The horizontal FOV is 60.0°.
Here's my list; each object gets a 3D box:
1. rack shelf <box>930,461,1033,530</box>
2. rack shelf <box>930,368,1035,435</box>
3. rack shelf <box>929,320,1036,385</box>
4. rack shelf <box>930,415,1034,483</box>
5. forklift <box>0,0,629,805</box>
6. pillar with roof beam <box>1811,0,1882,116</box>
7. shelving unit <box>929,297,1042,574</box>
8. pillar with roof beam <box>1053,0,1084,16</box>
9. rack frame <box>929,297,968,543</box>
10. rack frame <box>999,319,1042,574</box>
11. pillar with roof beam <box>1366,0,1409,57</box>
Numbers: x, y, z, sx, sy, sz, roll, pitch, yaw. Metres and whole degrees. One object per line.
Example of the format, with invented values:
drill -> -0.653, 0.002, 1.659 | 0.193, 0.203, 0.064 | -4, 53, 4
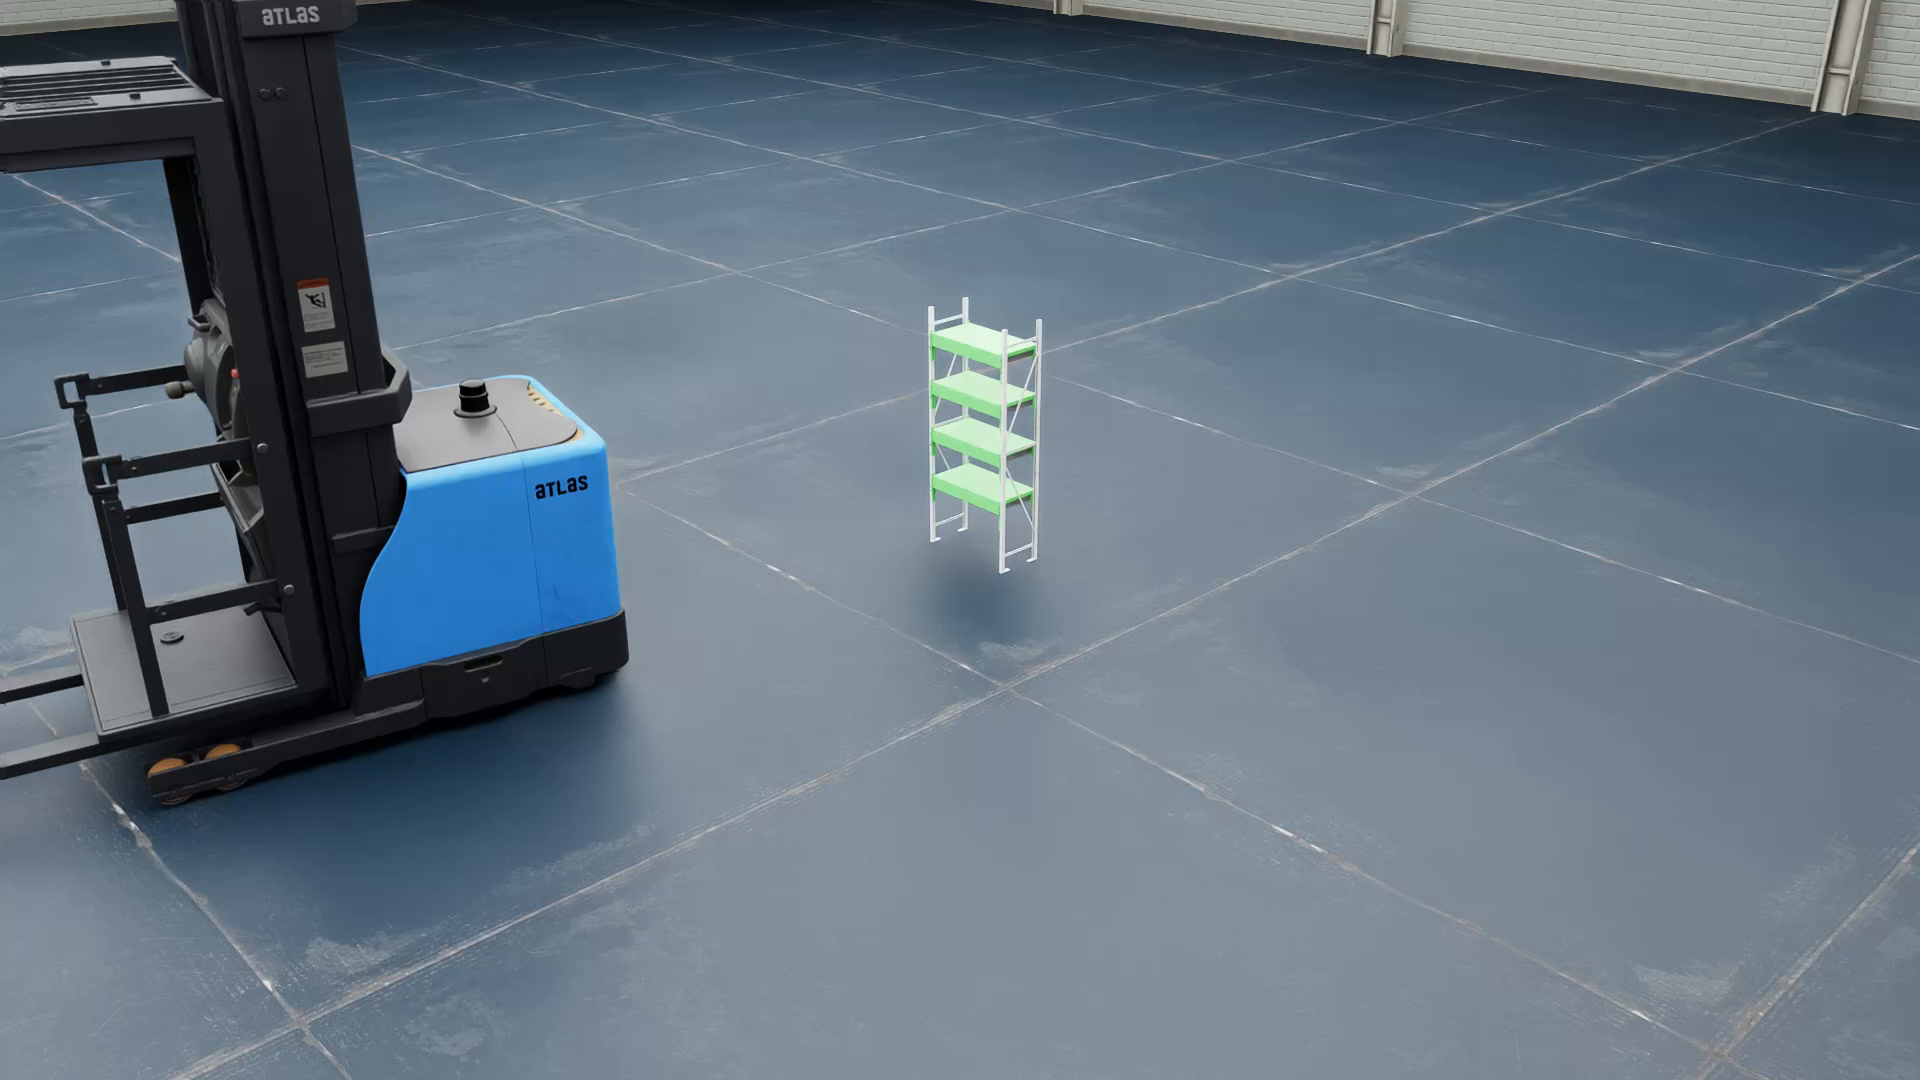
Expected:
rack shelf -> 0.113, -0.219, 8.017 | 0.258, 0.148, 0.480 | -21, 32, -38
rack shelf -> 0.113, -0.656, 7.818 | 0.258, 0.148, 0.480 | -21, 32, -38
rack shelf -> 0.113, -0.874, 7.718 | 0.258, 0.148, 0.480 | -21, 32, -38
rack shelf -> 0.113, -0.438, 7.918 | 0.258, 0.148, 0.480 | -21, 32, -38
forklift -> -2.916, -0.610, 6.056 | 3.031, 2.935, 1.130 | -14, 28, -28
pillar with roof beam -> 6.818, -7.757, 14.412 | 9.100, 9.000, 0.400 | -21, 32, -38
shelving unit -> 0.113, -0.496, 7.891 | 0.258, 1.200, 0.503 | -21, 32, -38
pillar with roof beam -> -1.384, -11.393, 22.381 | 9.100, 9.000, 0.400 | -21, 32, -38
rack frame -> -0.054, -0.570, 8.053 | 0.240, 1.200, 0.015 | -21, 32, -38
rack frame -> 0.280, -0.422, 7.729 | 0.240, 1.200, 0.015 | -21, 32, -38
pillar with roof beam -> 2.717, -9.575, 18.396 | 9.100, 9.000, 0.400 | -21, 32, -38
